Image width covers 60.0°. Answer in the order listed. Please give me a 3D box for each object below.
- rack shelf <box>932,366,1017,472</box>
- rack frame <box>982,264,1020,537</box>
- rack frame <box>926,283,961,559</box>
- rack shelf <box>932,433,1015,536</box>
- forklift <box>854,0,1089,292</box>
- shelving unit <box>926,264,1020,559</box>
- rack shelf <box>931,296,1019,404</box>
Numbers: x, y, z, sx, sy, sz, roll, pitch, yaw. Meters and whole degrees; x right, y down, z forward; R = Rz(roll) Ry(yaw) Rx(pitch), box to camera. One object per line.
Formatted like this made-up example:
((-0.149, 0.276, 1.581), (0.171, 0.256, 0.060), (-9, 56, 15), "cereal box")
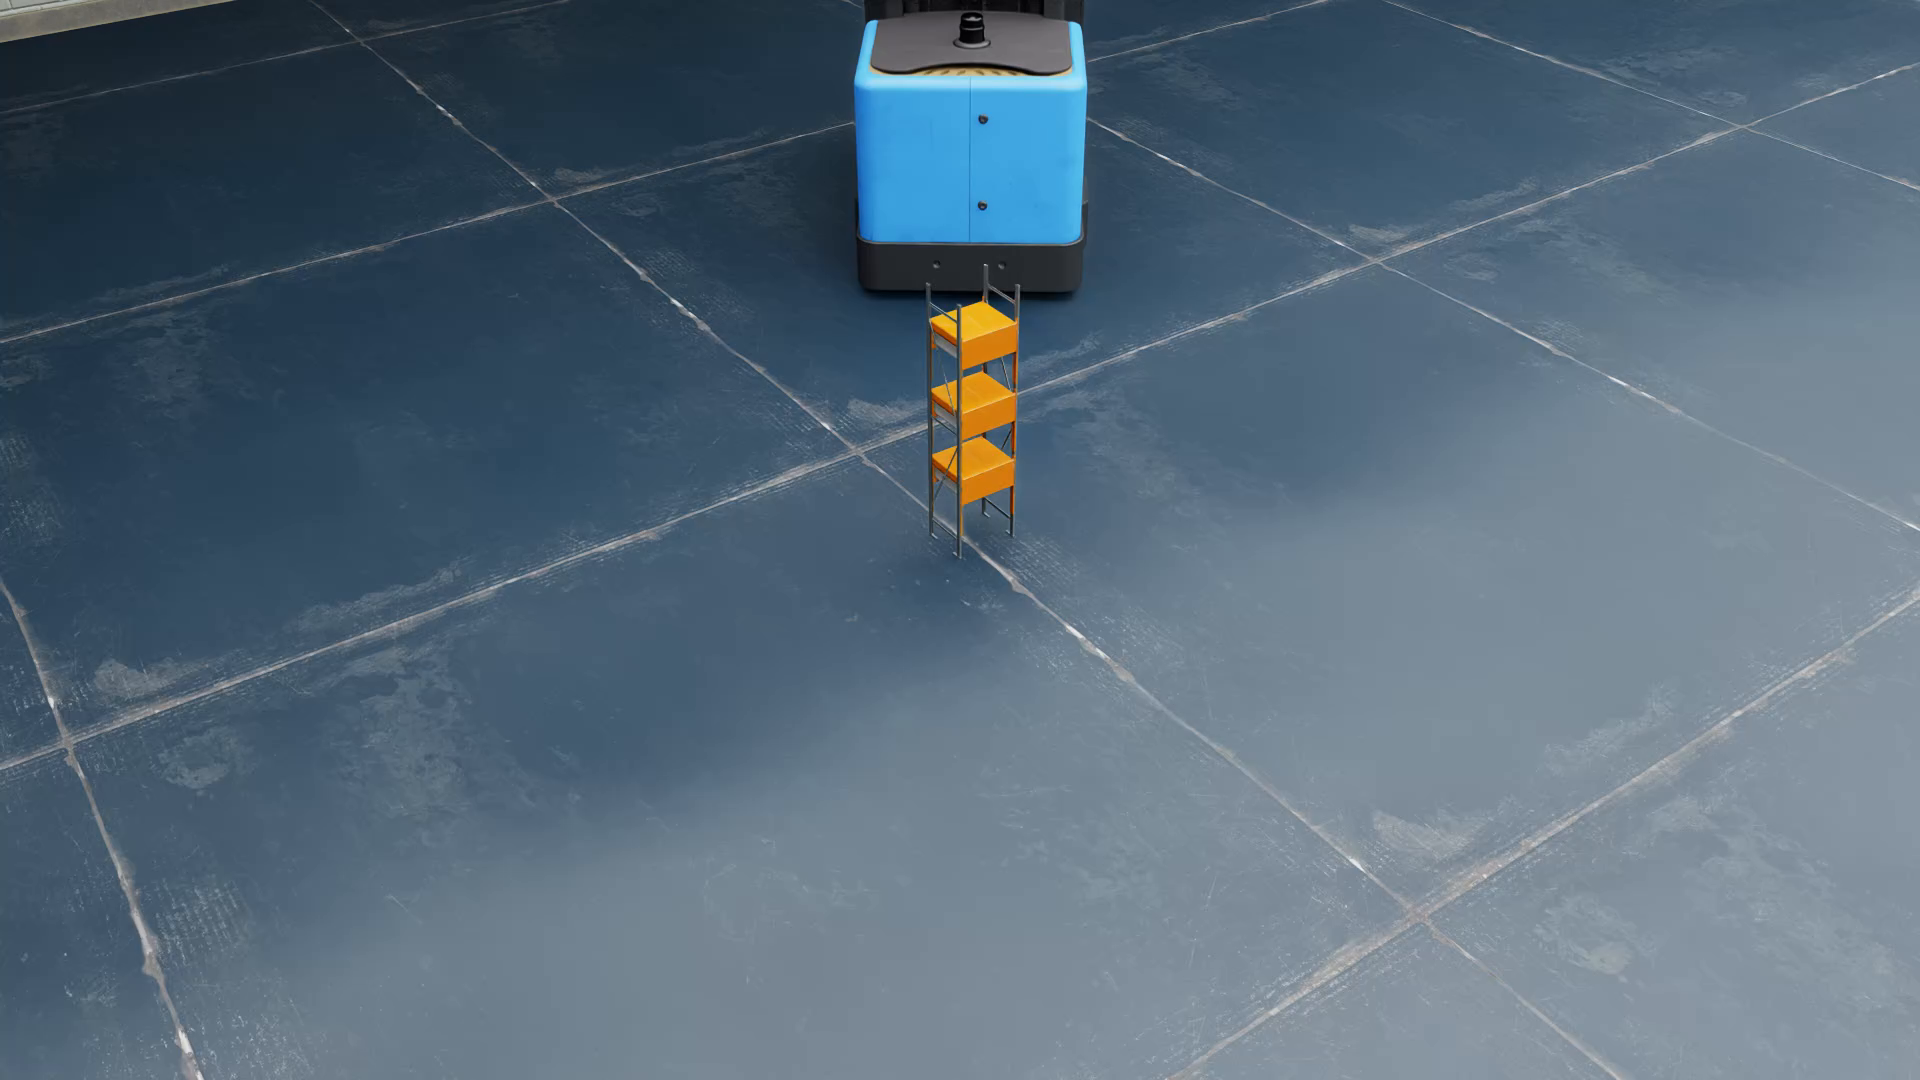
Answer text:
((0.044, -0.436, 5.975), (0.240, 0.259, 0.215), (-22, 41, -28), "rack shelf")
((0.143, -0.485, 6.026), (0.008, 1.050, 0.200), (-22, 41, -28), "rack frame")
((-0.056, -0.403, 5.911), (0.008, 1.050, 0.200), (-22, 41, -28), "rack frame")
((0.044, -0.210, 6.137), (0.240, 0.259, 0.215), (-22, 41, -28), "rack shelf")
((0.079, -3.173, 8.151), (1.130, 2.935, 3.031), (1, 36, 1), "forklift")
((0.044, -0.444, 5.968), (0.252, 1.050, 0.215), (-22, 41, -28), "shelving unit")
((0.044, -0.666, 5.809), (0.240, 0.259, 0.215), (-22, 41, -28), "rack shelf")
